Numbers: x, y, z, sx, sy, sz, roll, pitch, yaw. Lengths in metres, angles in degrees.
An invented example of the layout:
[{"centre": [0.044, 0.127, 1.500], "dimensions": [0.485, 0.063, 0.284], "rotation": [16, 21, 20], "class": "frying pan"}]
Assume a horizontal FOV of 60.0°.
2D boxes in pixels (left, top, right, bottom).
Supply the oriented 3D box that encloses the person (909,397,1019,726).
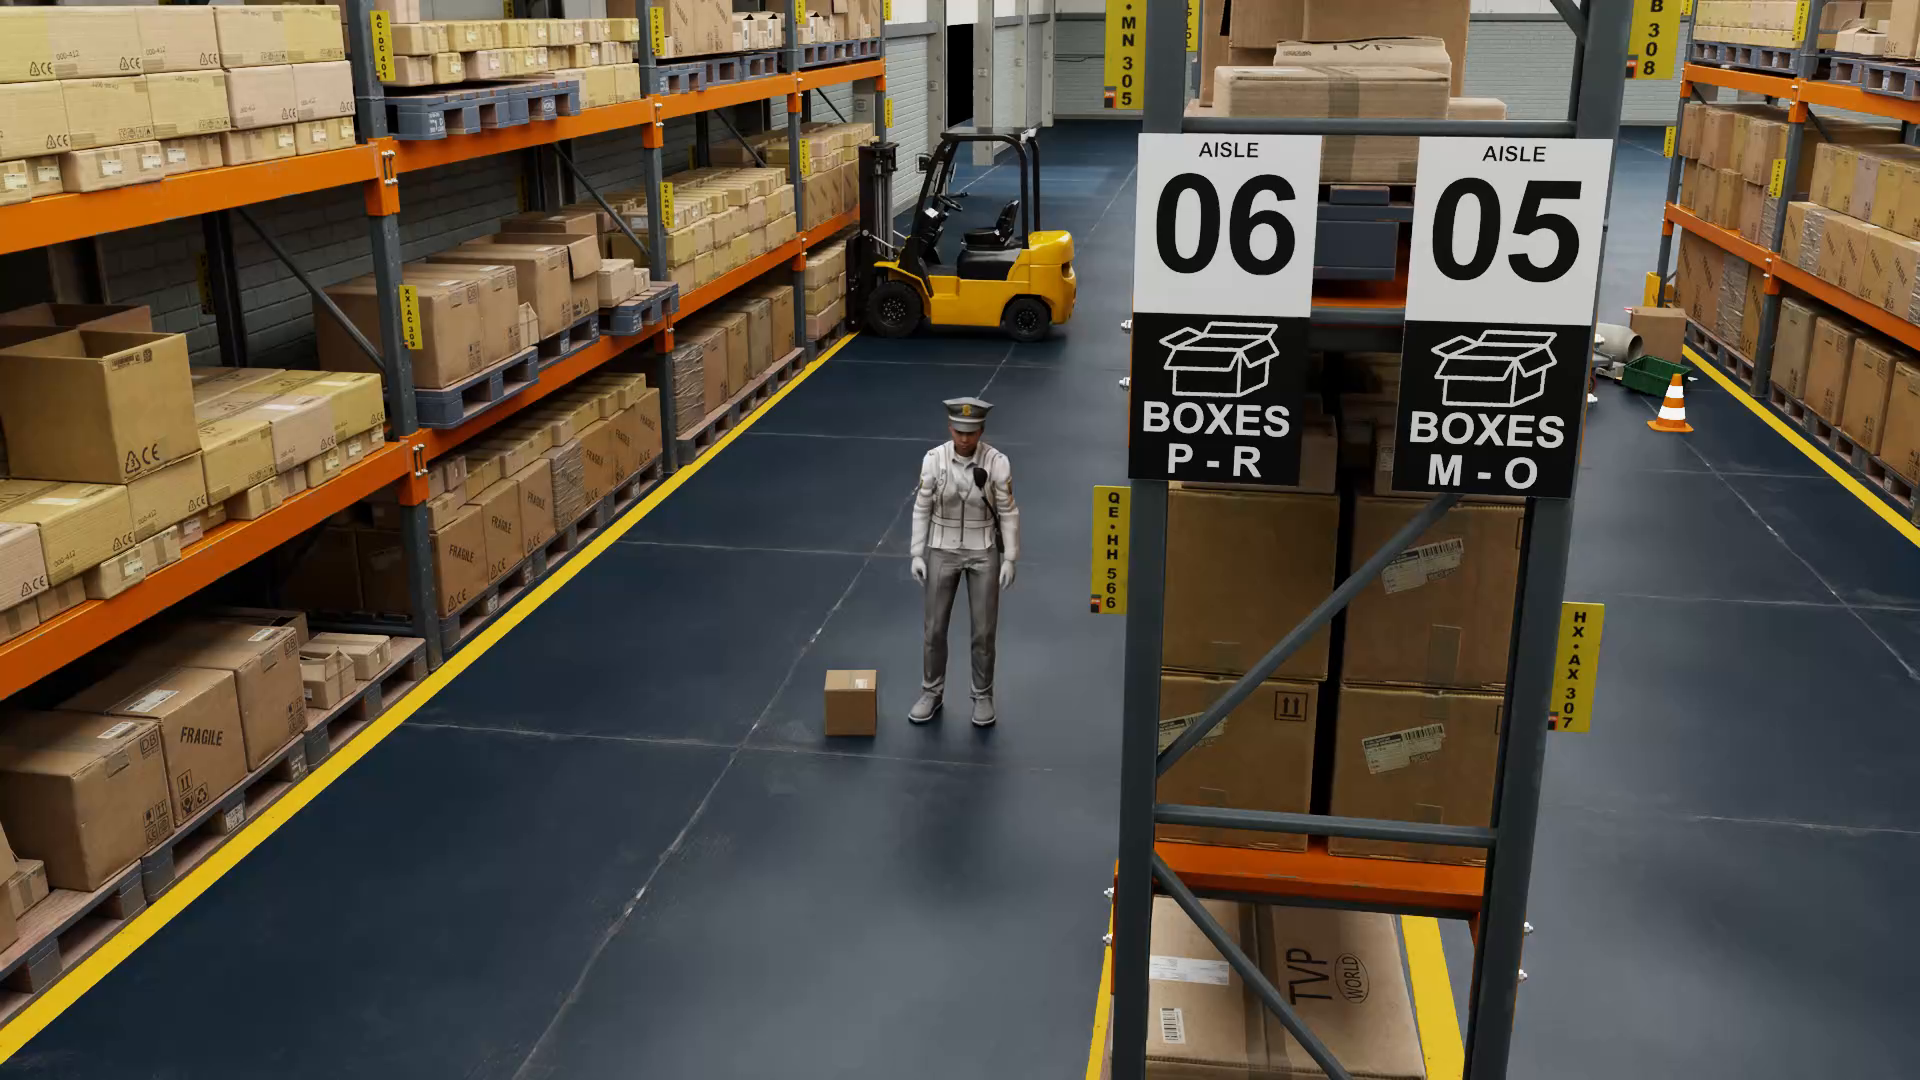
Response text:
[{"centre": [0.020, 0.100, 8.238], "dimensions": [0.546, 1.666, 0.341], "rotation": [2, 18, 6], "class": "person"}]
